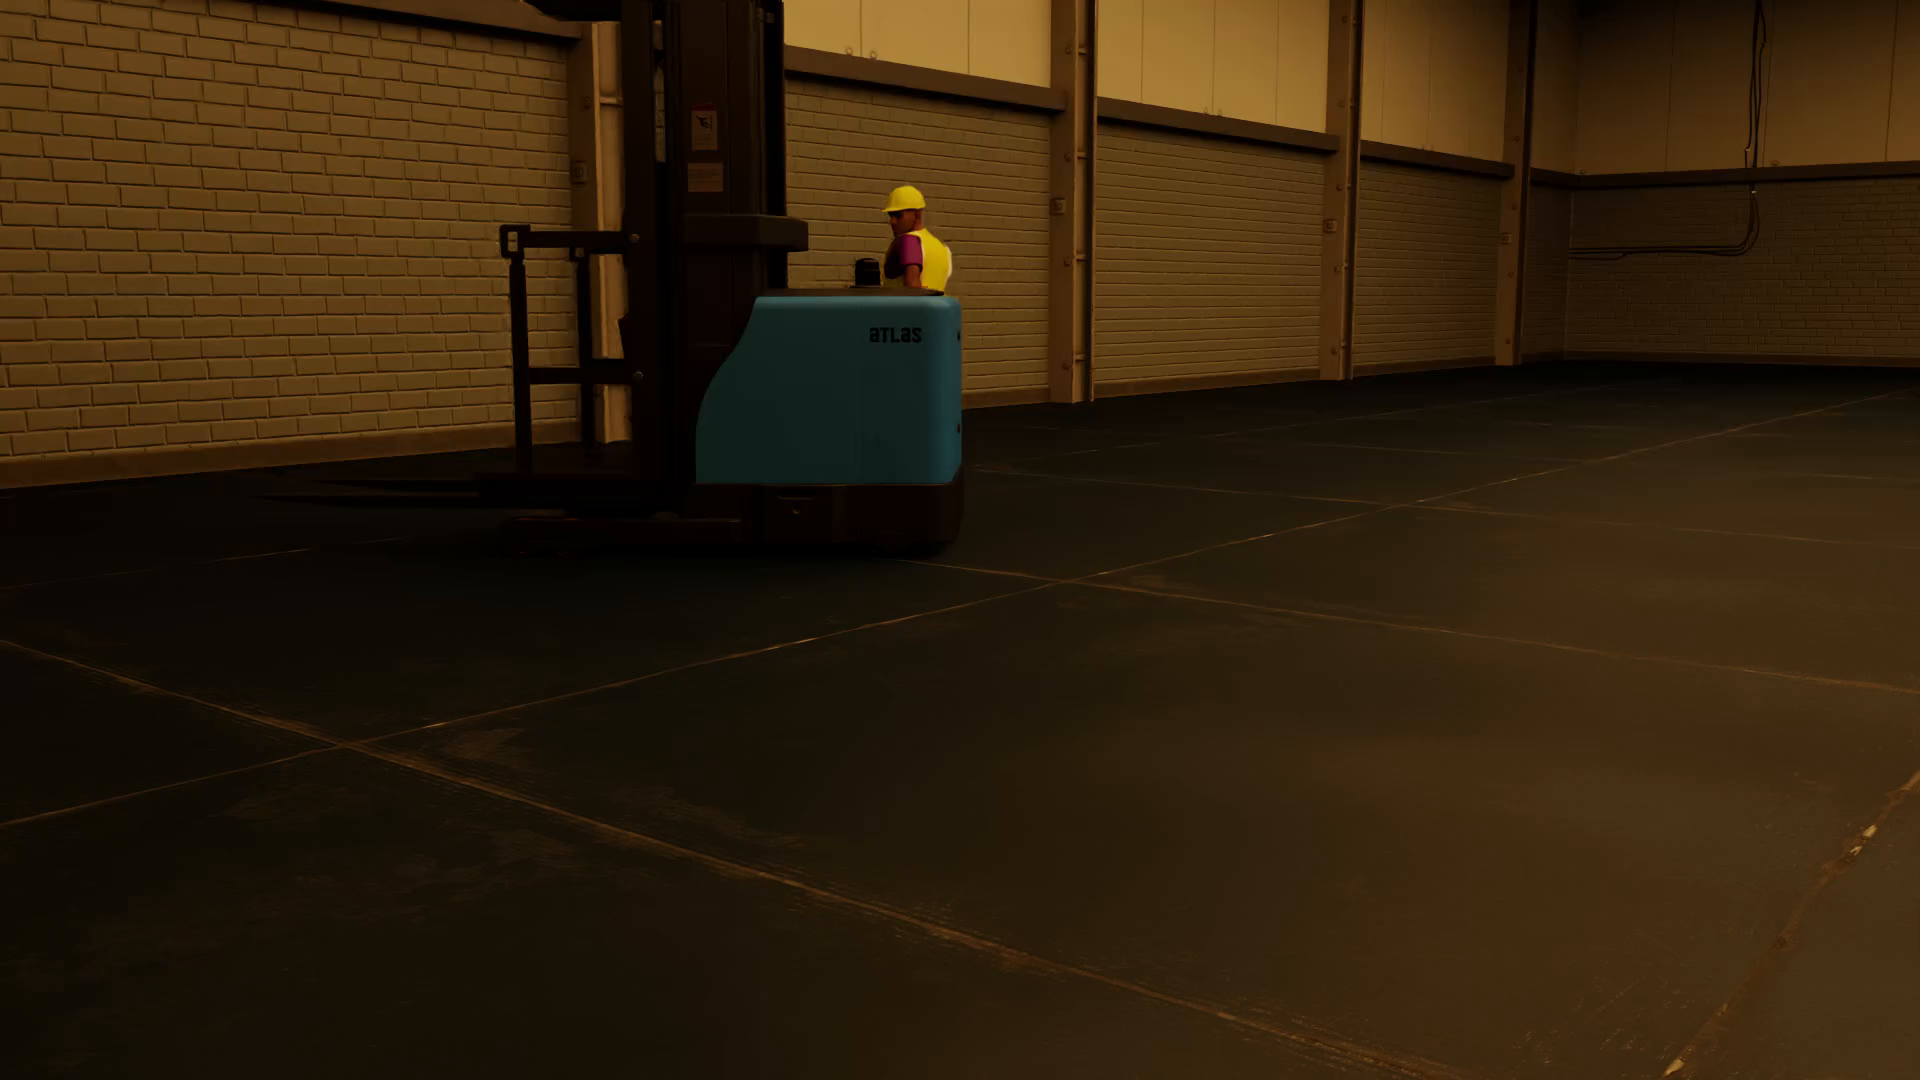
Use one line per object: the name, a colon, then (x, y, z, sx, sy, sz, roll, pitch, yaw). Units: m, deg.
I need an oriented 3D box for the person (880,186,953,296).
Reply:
person: (-0.281, -1.152, 9.576, 0.604, 1.741, 0.934, -7, 11, -39)

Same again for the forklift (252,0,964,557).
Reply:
forklift: (-1.516, -1.454, 7.217, 3.031, 2.935, 1.130, 0, 8, 3)
